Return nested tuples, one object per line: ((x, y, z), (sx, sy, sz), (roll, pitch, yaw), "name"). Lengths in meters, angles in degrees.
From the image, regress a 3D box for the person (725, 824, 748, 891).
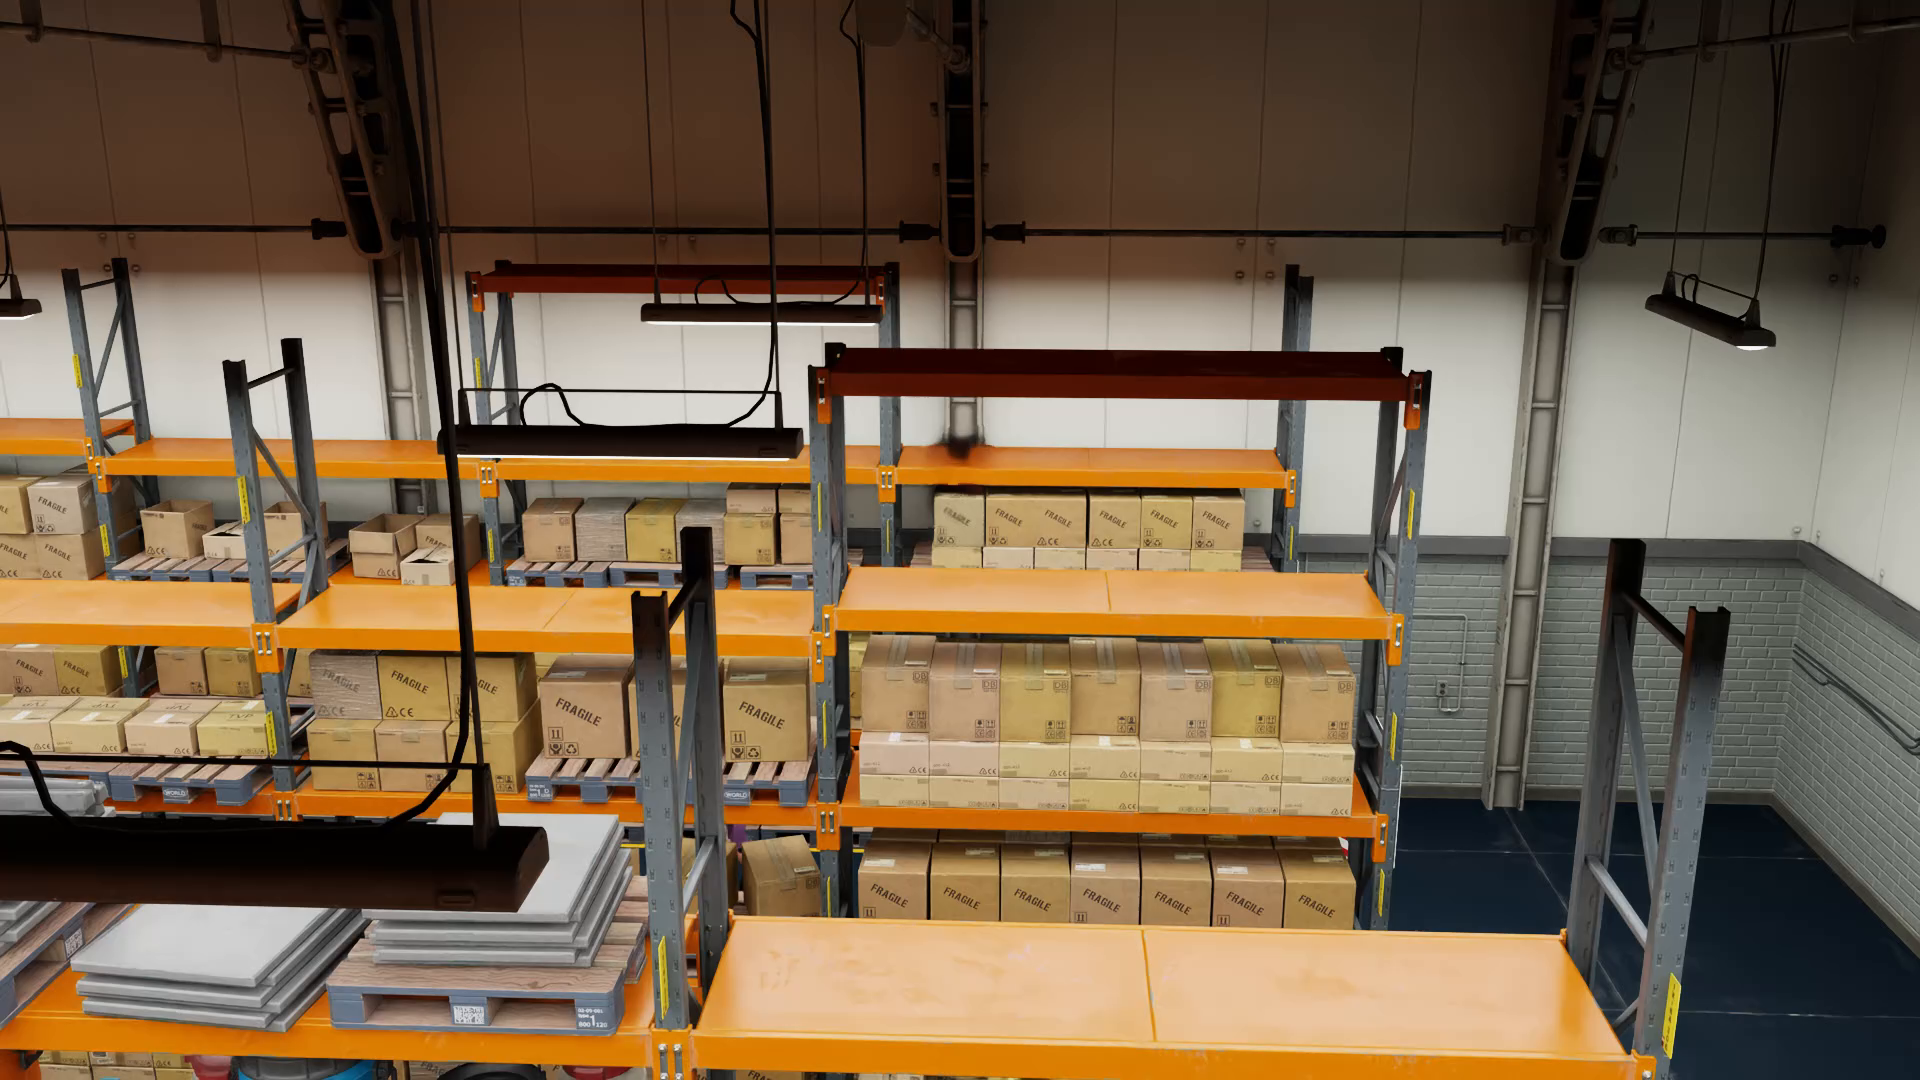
((-2.152, 2.934, 15.676), (0.413, 1.592, 0.478), (-15, 22, -42), "person")
